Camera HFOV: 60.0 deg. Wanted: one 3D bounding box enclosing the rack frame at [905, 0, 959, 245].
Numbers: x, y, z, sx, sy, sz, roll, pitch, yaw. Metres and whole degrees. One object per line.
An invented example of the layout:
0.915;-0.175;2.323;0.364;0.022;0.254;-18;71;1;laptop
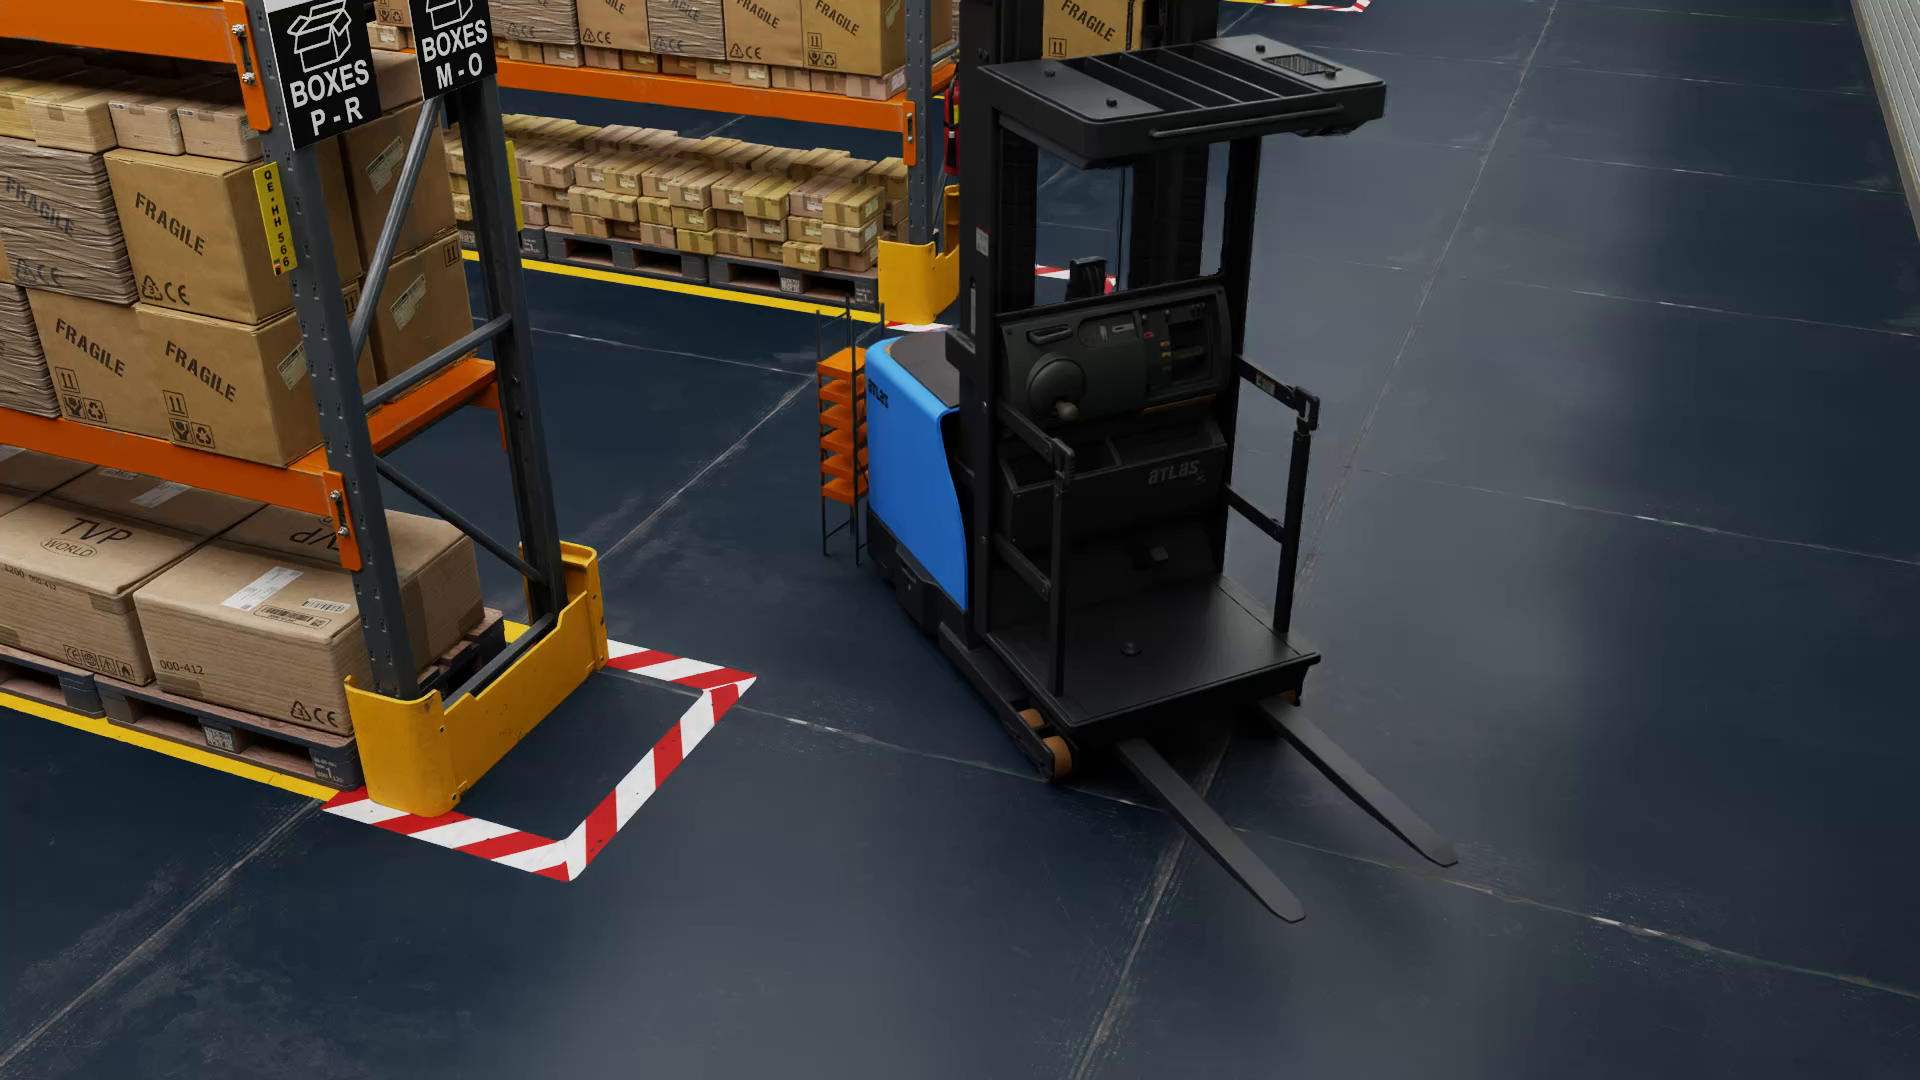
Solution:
-0.064;-2.875;9.788;0.127;3.000;1.000;11;31;19;rack frame

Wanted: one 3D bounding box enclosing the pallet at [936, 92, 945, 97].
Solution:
-0.003;-4.242;15.041;1.213;0.211;1.003;11;31;19;pallet

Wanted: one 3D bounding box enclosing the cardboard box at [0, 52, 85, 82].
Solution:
-3.188;-1.527;5.626;0.250;0.149;0.380;11;31;19;cardboard box

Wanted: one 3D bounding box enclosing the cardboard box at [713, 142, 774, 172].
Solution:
-1.422;-2.492;10.977;0.250;0.149;0.380;13;32;21;cardboard box

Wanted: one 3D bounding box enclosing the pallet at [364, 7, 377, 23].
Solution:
-4.424;-3.739;11.511;1.213;0.211;1.003;11;31;19;pallet

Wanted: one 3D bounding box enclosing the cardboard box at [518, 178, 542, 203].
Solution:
-2.798;-2.387;11.093;0.250;0.149;0.380;10;31;17;cardboard box

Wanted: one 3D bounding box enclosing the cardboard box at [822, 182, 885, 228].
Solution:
-0.650;-2.058;10.208;0.250;0.149;0.380;12;32;20;cardboard box

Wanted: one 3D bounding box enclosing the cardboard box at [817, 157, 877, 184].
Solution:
-0.723;-2.323;10.678;0.250;0.149;0.380;12;32;20;cardboard box

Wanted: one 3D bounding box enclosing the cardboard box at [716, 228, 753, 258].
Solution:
-1.353;-1.948;10.618;0.250;0.149;0.380;12;31;20;cardboard box

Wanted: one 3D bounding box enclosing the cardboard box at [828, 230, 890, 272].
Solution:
-0.630;-1.819;10.390;0.250;0.149;0.380;12;32;20;cardboard box

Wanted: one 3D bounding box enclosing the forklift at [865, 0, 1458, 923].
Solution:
0.675;-0.630;5.886;1.130;2.935;3.031;-13;32;-22;forklift

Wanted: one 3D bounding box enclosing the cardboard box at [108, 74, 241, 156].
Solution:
-2.484;-1.371;5.351;0.250;0.149;0.380;12;32;20;cardboard box

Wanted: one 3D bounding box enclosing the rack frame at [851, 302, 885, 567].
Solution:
-0.398;-0.446;7.320;0.006;1.200;0.240;18;34;27;rack frame

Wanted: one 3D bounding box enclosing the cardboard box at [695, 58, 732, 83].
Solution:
-1.405;-2.898;10.084;0.250;0.149;0.380;10;31;17;cardboard box

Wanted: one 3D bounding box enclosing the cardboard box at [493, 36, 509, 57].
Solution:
-2.848;-3.211;10.639;0.250;0.149;0.380;10;31;17;cardboard box

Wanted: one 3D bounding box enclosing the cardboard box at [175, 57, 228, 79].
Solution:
-2.524;-1.668;5.877;0.250;0.149;0.380;12;32;21;cardboard box

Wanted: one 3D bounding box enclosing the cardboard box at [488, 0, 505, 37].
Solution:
-2.945;-3.493;10.477;0.500;0.500;0.500;11;31;19;cardboard box

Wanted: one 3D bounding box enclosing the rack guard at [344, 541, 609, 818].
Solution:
-1.809;0.494;6.369;0.348;0.500;1.175;11;31;19;rack guard

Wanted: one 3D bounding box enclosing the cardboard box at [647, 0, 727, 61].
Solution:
-1.526;-3.201;9.960;0.500;0.500;0.500;11;31;19;cardboard box

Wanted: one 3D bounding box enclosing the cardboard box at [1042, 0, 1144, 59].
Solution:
1.271;-4.457;14.320;0.875;0.875;0.875;11;31;19;cardboard box

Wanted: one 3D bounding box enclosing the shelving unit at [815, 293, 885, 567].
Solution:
-0.476;-0.471;7.361;0.189;1.200;0.258;18;34;27;shelving unit

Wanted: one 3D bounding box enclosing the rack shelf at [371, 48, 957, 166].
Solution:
-1.917;-2.932;10.619;4.000;0.370;1.077;11;31;19;rack shelf

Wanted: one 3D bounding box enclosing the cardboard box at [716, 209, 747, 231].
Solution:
-1.353;-2.105;10.595;0.250;0.149;0.380;11;31;19;cardboard box

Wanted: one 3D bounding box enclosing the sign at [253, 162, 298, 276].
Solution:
-2.049;-0.961;4.985;0.005;0.325;0.100;11;31;19;sign

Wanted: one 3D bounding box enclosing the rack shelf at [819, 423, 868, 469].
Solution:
-0.477;-0.433;7.383;0.180;0.103;0.258;18;34;27;rack shelf

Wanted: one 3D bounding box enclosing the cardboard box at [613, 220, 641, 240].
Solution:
-2.064;-2.107;10.900;0.250;0.149;0.380;12;32;21;cardboard box

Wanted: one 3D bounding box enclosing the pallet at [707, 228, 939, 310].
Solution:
-0.874;-1.841;10.793;1.213;0.211;1.003;11;31;19;pallet

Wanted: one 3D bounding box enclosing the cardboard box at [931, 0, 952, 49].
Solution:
-0.376;-3.257;10.060;0.500;0.500;0.500;13;32;21;cardboard box

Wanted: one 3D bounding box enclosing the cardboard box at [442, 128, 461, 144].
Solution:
-3.529;-2.657;11.269;0.250;0.149;0.380;13;32;21;cardboard box

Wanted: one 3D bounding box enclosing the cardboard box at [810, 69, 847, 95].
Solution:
-0.689;-2.760;9.840;0.250;0.149;0.380;11;31;19;cardboard box

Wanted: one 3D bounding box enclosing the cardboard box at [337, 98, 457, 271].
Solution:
-2.169;-1.296;5.878;0.500;0.500;0.500;11;31;18;cardboard box

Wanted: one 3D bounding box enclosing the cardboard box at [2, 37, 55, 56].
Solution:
-3.253;-1.799;6.107;0.250;0.149;0.380;12;31;20;cardboard box

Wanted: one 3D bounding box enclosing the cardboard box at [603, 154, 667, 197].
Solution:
-2.091;-2.356;10.737;0.250;0.149;0.380;11;31;19;cardboard box

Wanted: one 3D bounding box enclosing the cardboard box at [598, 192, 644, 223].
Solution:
-2.124;-2.193;10.749;0.250;0.149;0.380;12;31;20;cardboard box

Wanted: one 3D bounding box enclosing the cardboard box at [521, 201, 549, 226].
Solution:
-2.804;-2.247;11.147;0.250;0.149;0.380;11;31;18;cardboard box

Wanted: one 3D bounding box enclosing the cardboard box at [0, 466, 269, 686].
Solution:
-3.332;0.092;6.717;0.875;0.438;0.875;12;32;20;cardboard box

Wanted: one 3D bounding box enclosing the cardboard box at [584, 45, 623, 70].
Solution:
-2.127;-3.054;10.360;0.250;0.149;0.380;13;32;21;cardboard box

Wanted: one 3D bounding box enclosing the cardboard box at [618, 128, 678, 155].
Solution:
-2.107;-2.660;11.274;0.250;0.149;0.380;10;31;17;cardboard box

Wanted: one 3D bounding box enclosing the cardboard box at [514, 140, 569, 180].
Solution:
-2.793;-2.517;11.021;0.250;0.149;0.380;10;31;18;cardboard box

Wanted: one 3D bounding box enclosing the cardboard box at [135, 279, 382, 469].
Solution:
-2.378;-0.611;5.681;0.500;0.500;0.500;11;31;19;cardboard box

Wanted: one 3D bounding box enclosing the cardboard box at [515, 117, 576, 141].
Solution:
-2.858;-2.796;11.515;0.250;0.149;0.380;11;31;19;cardboard box

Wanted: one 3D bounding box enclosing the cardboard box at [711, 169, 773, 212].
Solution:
-1.365;-2.197;10.455;0.250;0.149;0.380;10;31;17;cardboard box

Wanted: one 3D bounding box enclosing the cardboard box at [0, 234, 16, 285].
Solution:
-3.320;-1.235;5.768;0.500;0.500;0.500;11;31;19;cardboard box

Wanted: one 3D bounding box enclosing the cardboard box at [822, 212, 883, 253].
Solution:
-0.661;-1.913;10.255;0.250;0.149;0.380;10;31;18;cardboard box

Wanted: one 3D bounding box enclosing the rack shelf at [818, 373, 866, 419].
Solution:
-0.473;-0.641;7.263;0.180;0.103;0.258;18;34;27;rack shelf
